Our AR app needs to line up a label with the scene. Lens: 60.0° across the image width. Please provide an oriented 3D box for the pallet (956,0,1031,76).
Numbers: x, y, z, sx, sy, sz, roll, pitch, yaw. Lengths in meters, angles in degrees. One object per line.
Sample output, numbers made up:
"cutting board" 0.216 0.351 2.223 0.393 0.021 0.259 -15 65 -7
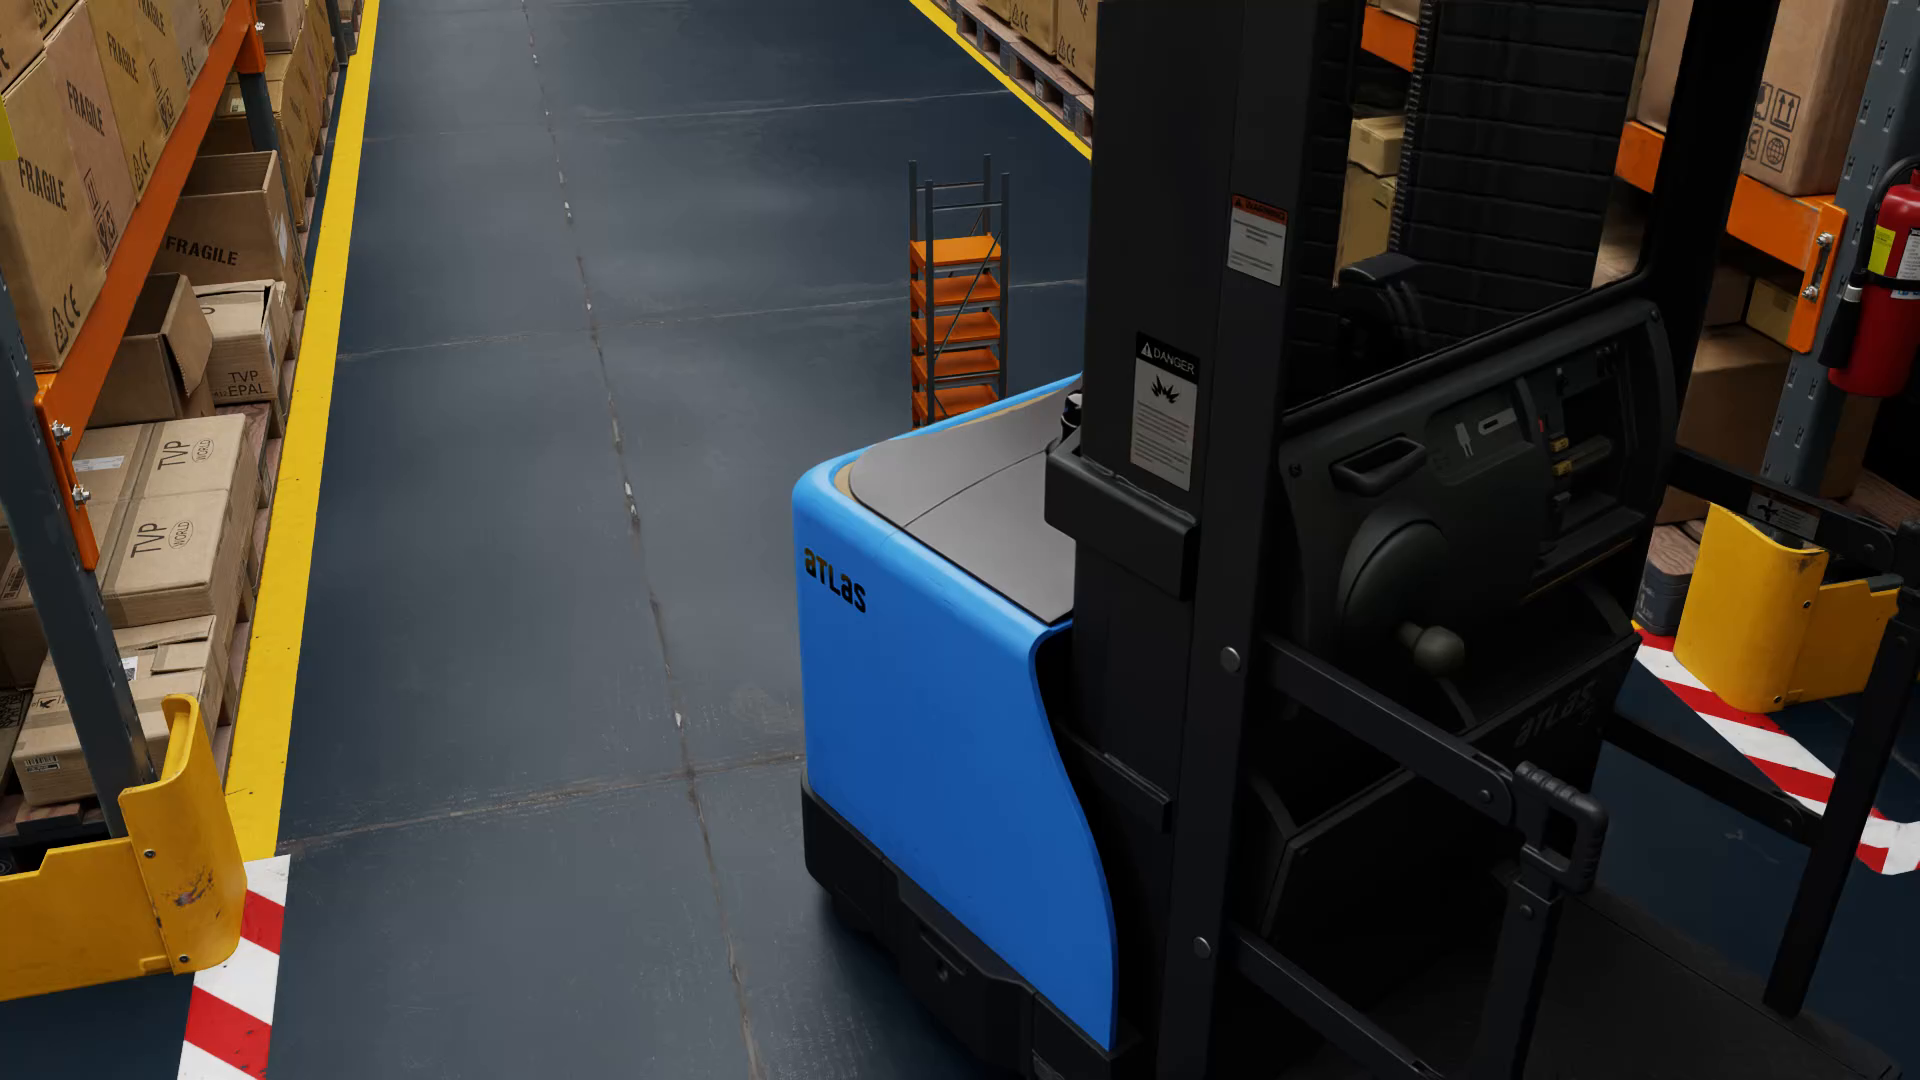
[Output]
"pallet" 0.611 -3.264 10.678 1.003 0.211 1.213 -8 31 -13

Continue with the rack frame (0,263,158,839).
"rack frame" -2.177 -0.337 2.838 1.000 3.000 0.127 -8 31 -13

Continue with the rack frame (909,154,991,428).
"rack frame" -0.028 -0.570 5.038 0.240 1.200 0.006 -8 31 -13

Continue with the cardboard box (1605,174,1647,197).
"cardboard box" 2.272 -1.158 5.684 0.380 0.149 0.250 -7 31 -13

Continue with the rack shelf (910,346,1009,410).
"rack shelf" -0.004 -0.488 4.984 0.258 0.103 0.180 -8 31 -13

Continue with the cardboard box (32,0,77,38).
"cardboard box" -2.187 -1.314 3.428 0.500 0.500 0.500 -8 31 -13

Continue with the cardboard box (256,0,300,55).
"cardboard box" -3.398 -2.451 7.798 0.500 0.250 0.500 -8 31 -13

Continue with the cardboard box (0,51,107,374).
"cardboard box" -2.041 -0.630 3.244 0.500 0.500 0.500 -7 31 -12

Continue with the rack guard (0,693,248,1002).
"rack guard" -2.198 0.708 3.528 1.175 0.500 0.348 -8 31 -13

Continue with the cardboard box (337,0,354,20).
"cardboard box" -4.157 -3.485 10.602 0.500 0.250 0.500 -8 31 -13

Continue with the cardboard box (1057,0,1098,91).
"cardboard box" 0.999 -2.907 9.004 0.750 0.750 0.750 -7 31 -12

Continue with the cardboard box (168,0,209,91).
"cardboard box" -2.582 -1.609 4.935 0.500 0.500 0.500 -7 31 -12

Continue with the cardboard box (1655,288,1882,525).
"cardboard box" 2.315 -0.422 5.062 0.700 0.500 0.500 -8 31 -13

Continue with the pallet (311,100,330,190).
"pallet" -3.819 -2.040 8.565 1.003 0.211 1.213 -8 31 -13

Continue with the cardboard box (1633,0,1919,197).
"cardboard box" 2.453 -1.373 4.328 0.980 0.700 0.700 -6 31 -11

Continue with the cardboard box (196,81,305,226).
"cardboard box" -3.133 -1.644 7.152 0.500 0.500 0.500 -9 31 -16

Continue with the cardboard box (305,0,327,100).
"cardboard box" -3.689 -2.639 8.872 0.500 0.500 0.500 -9 31 -15

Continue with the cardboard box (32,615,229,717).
"cardboard box" -2.024 0.330 4.075 0.380 0.166 0.250 -8 31 -13

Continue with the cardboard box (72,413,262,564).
"cardboard box" -2.314 -0.121 4.770 0.500 0.250 0.500 -8 31 -13

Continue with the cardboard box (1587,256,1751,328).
"cardboard box" 2.106 -0.741 4.964 0.380 0.149 0.250 -8 31 -14

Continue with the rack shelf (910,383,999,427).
"rack shelf" -0.004 -0.384 5.044 0.258 0.103 0.180 -8 31 -13

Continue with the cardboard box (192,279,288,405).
"cardboard box" -2.615 -0.696 5.703 0.500 0.311 0.500 -8 31 -13

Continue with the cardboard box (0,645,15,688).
"cardboard box" -2.580 0.261 4.194 0.380 0.166 0.250 -8 31 -13

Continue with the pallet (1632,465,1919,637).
"pallet" 2.310 -0.167 5.327 1.003 0.211 1.213 -8 31 -13

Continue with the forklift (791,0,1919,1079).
"forklift" 0.952 -0.049 2.409 1.130 2.935 3.031 -22 36 -33

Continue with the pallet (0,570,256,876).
"pallet" -2.410 0.448 4.266 1.003 0.211 1.213 -8 31 -13

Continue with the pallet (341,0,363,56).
"pallet" -4.482 -3.397 10.908 1.003 0.211 1.213 -8 31 -13

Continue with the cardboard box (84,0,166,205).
"cardboard box" -2.313 -1.121 4.093 0.500 0.500 0.500 -8 31 -13

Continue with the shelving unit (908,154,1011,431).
"shelving unit" -0.004 -0.526 4.962 0.258 1.200 0.189 -8 31 -13

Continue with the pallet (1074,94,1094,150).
"pallet" 1.258 -2.085 8.642 1.003 0.211 1.213 -8 31 -13

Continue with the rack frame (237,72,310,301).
"rack frame" -3.239 -2.269 6.176 1.000 3.000 0.127 -8 31 -13

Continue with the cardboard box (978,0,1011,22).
"cardboard box" 0.543 -3.740 10.445 0.750 0.750 0.750 -8 31 -14

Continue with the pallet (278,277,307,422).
"pallet" -3.058 -0.730 6.302 1.003 0.211 1.213 -8 31 -13

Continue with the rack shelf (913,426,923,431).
"rack shelf" -0.004 -0.280 5.104 0.258 0.103 0.180 -8 31 -13

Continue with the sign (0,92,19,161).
"sign" -1.654 -0.784 2.746 0.100 0.325 0.005 -8 31 -13

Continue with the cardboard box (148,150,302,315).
"cardboard box" -2.814 -1.140 6.282 0.500 0.500 0.500 -8 31 -13

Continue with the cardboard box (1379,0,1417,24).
"cardboard box" 2.055 -2.092 5.570 0.980 0.700 0.700 -9 31 -16

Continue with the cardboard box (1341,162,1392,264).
"cardboard box" 1.900 -1.164 6.342 0.700 0.500 0.500 -7 31 -12

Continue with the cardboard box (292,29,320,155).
"cardboard box" -3.410 -2.142 8.013 0.500 0.500 0.500 -7 31 -13

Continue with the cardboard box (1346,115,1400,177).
"cardboard box" 1.689 -1.494 6.265 0.380 0.149 0.250 -9 31 -15

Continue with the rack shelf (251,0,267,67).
"rack shelf" -3.770 -2.924 8.025 1.077 0.370 4.000 -8 31 -13

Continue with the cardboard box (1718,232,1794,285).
"cardboard box" 2.406 -0.914 5.263 0.380 0.149 0.250 -8 31 -13

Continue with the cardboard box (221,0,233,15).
"cardboard box" -2.859 -2.105 5.793 0.500 0.500 0.500 -7 31 -12
